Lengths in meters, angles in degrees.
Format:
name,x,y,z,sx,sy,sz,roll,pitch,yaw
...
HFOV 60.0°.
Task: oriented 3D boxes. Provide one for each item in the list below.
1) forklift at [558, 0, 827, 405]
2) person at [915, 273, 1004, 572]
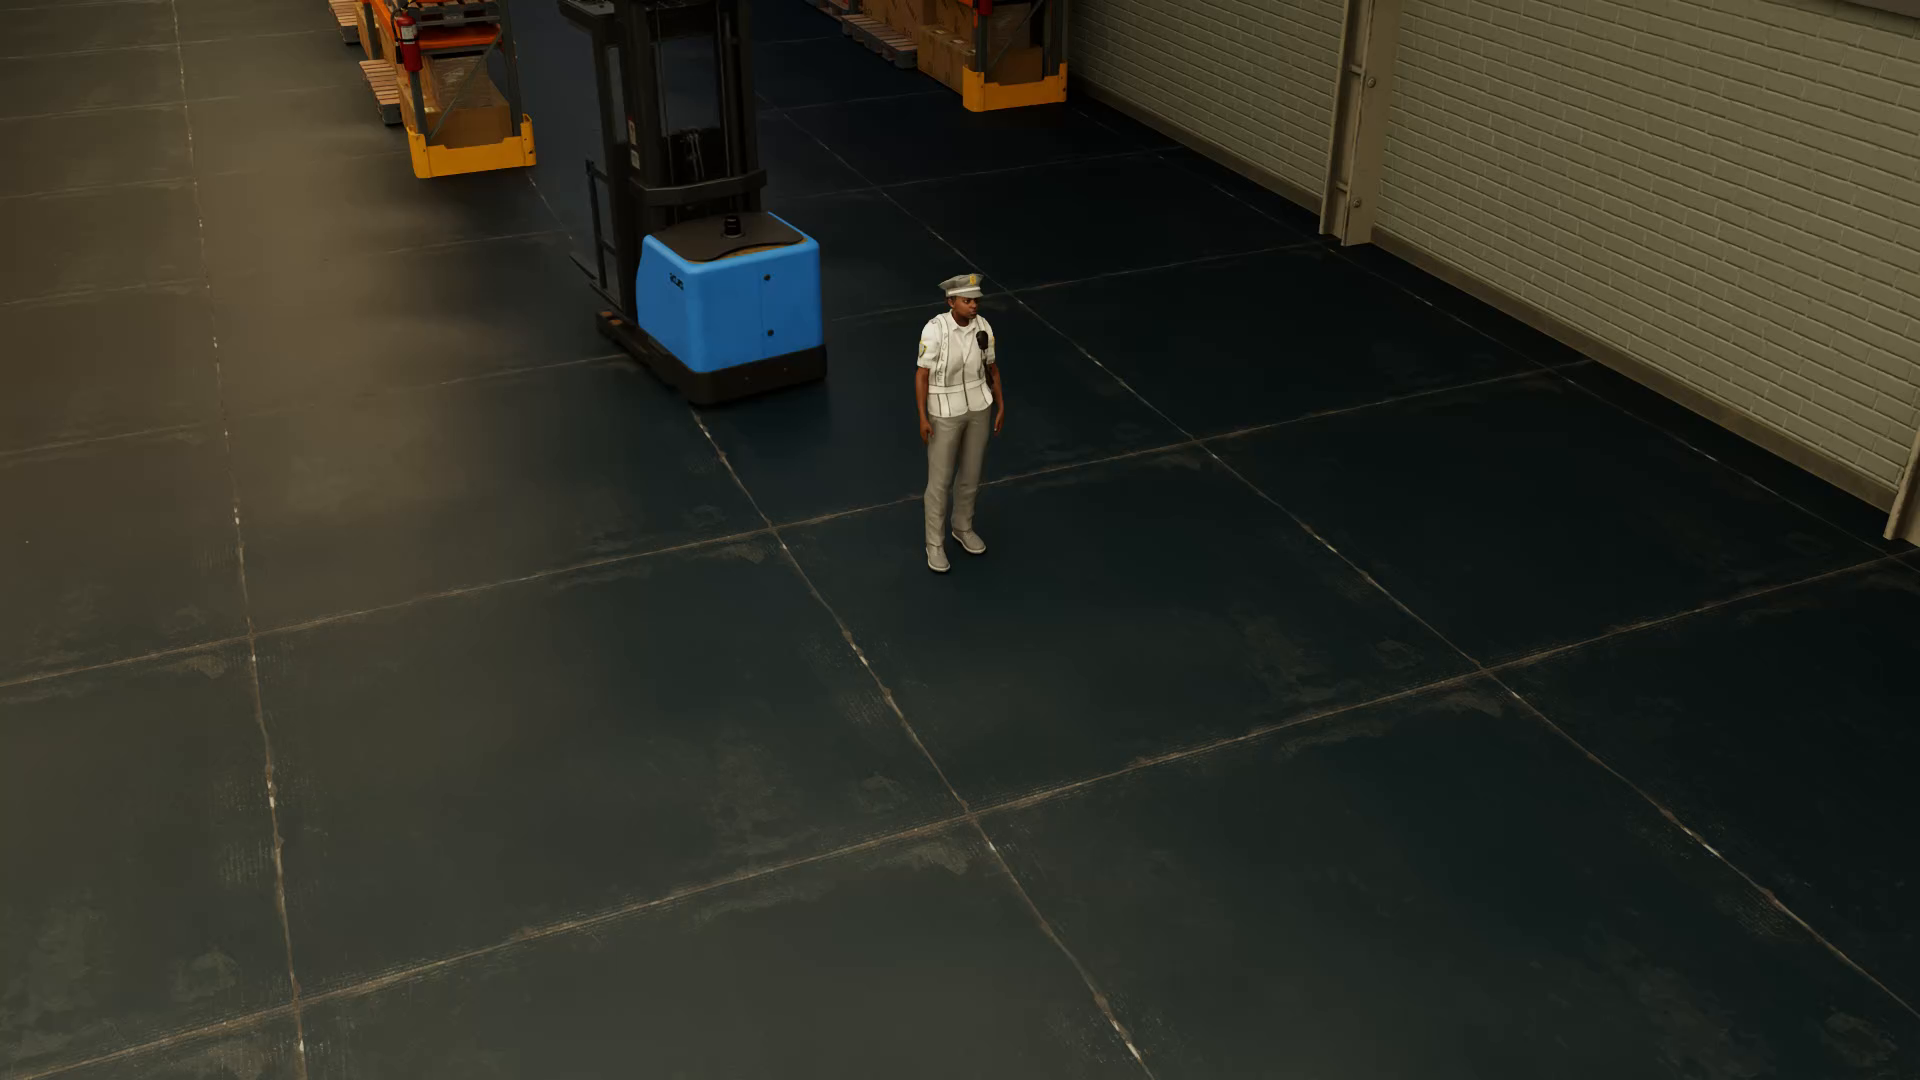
name,x,y,z,sx,sy,sz,roll,pitch,yaw
forklift,-2.162,-2.906,12.202,1.130,2.935,3.031,-17,34,-27
person,0.012,-0.704,9.582,0.569,1.695,0.528,-12,32,-20
